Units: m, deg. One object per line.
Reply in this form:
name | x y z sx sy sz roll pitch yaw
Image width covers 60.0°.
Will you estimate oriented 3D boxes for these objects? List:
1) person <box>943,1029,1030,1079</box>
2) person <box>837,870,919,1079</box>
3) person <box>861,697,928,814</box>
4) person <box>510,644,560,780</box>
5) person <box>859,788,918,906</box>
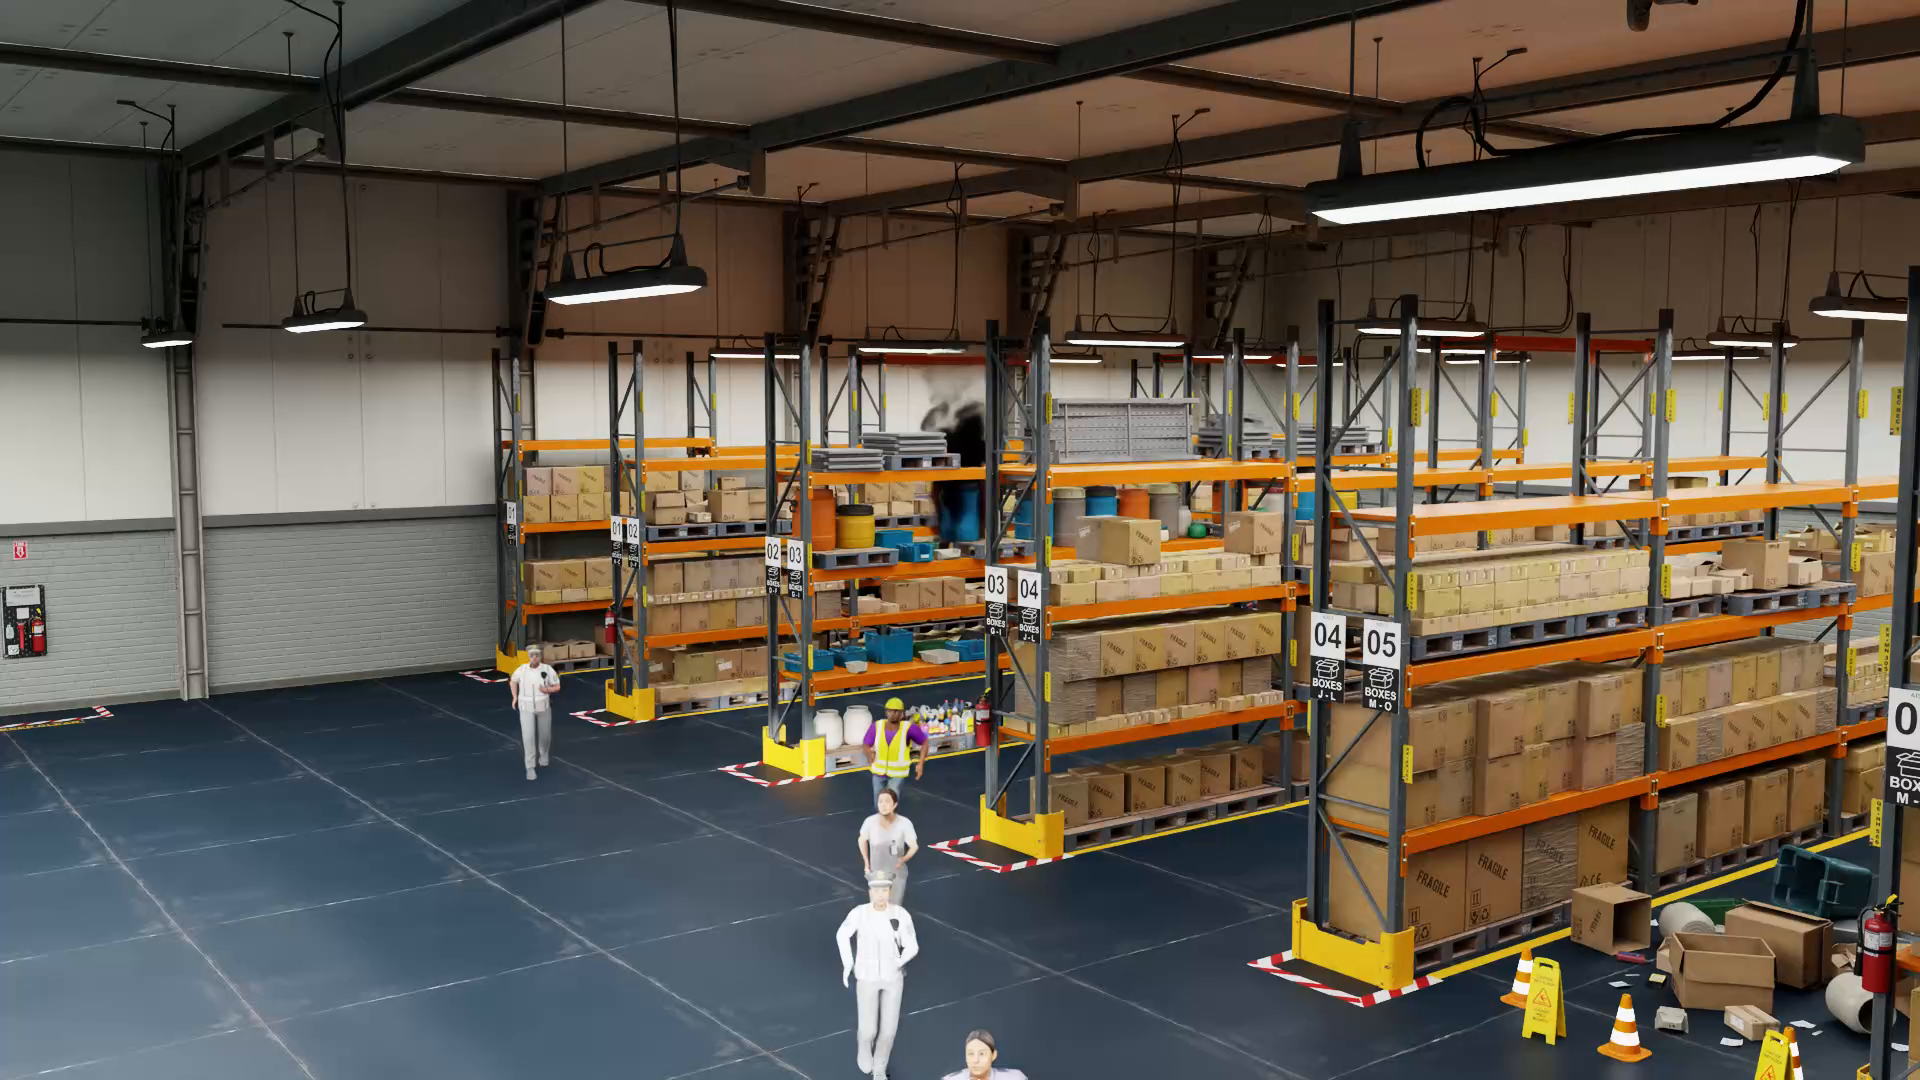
person | 0.119 3.539 9.239 0.614 1.679 0.898 1 5 9
person | -0.601 3.261 12.303 0.600 1.640 0.548 -1 5 -6
person | -0.770 2.651 18.564 0.707 1.814 0.792 1 5 14
person | -5.748 2.284 22.522 0.663 1.759 0.991 -1 5 -14
person | -0.648 3.039 14.918 0.551 1.637 0.558 0 5 1
